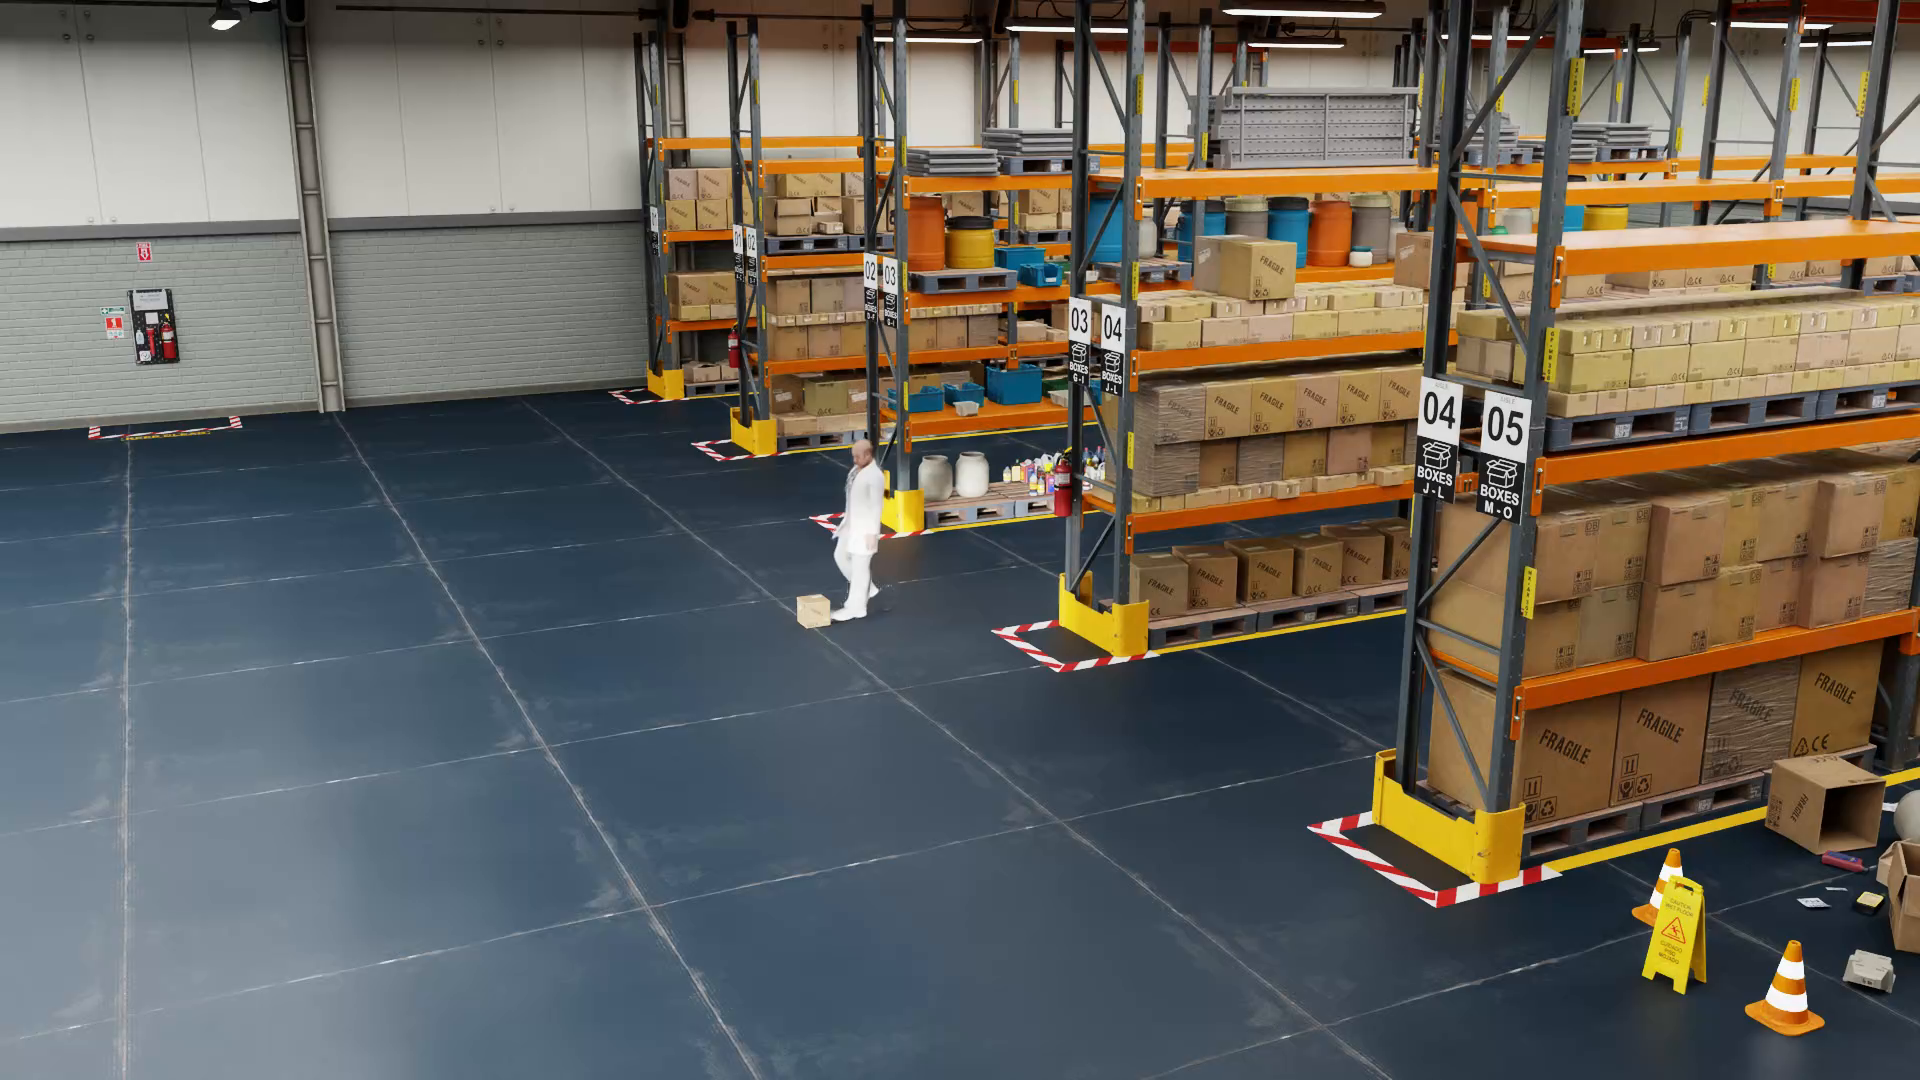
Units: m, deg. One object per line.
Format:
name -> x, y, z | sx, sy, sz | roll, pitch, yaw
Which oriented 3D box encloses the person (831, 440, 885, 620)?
person -> -1.018, -0.113, 16.248 | 0.585, 1.771, 0.607 | -7, 17, -25
